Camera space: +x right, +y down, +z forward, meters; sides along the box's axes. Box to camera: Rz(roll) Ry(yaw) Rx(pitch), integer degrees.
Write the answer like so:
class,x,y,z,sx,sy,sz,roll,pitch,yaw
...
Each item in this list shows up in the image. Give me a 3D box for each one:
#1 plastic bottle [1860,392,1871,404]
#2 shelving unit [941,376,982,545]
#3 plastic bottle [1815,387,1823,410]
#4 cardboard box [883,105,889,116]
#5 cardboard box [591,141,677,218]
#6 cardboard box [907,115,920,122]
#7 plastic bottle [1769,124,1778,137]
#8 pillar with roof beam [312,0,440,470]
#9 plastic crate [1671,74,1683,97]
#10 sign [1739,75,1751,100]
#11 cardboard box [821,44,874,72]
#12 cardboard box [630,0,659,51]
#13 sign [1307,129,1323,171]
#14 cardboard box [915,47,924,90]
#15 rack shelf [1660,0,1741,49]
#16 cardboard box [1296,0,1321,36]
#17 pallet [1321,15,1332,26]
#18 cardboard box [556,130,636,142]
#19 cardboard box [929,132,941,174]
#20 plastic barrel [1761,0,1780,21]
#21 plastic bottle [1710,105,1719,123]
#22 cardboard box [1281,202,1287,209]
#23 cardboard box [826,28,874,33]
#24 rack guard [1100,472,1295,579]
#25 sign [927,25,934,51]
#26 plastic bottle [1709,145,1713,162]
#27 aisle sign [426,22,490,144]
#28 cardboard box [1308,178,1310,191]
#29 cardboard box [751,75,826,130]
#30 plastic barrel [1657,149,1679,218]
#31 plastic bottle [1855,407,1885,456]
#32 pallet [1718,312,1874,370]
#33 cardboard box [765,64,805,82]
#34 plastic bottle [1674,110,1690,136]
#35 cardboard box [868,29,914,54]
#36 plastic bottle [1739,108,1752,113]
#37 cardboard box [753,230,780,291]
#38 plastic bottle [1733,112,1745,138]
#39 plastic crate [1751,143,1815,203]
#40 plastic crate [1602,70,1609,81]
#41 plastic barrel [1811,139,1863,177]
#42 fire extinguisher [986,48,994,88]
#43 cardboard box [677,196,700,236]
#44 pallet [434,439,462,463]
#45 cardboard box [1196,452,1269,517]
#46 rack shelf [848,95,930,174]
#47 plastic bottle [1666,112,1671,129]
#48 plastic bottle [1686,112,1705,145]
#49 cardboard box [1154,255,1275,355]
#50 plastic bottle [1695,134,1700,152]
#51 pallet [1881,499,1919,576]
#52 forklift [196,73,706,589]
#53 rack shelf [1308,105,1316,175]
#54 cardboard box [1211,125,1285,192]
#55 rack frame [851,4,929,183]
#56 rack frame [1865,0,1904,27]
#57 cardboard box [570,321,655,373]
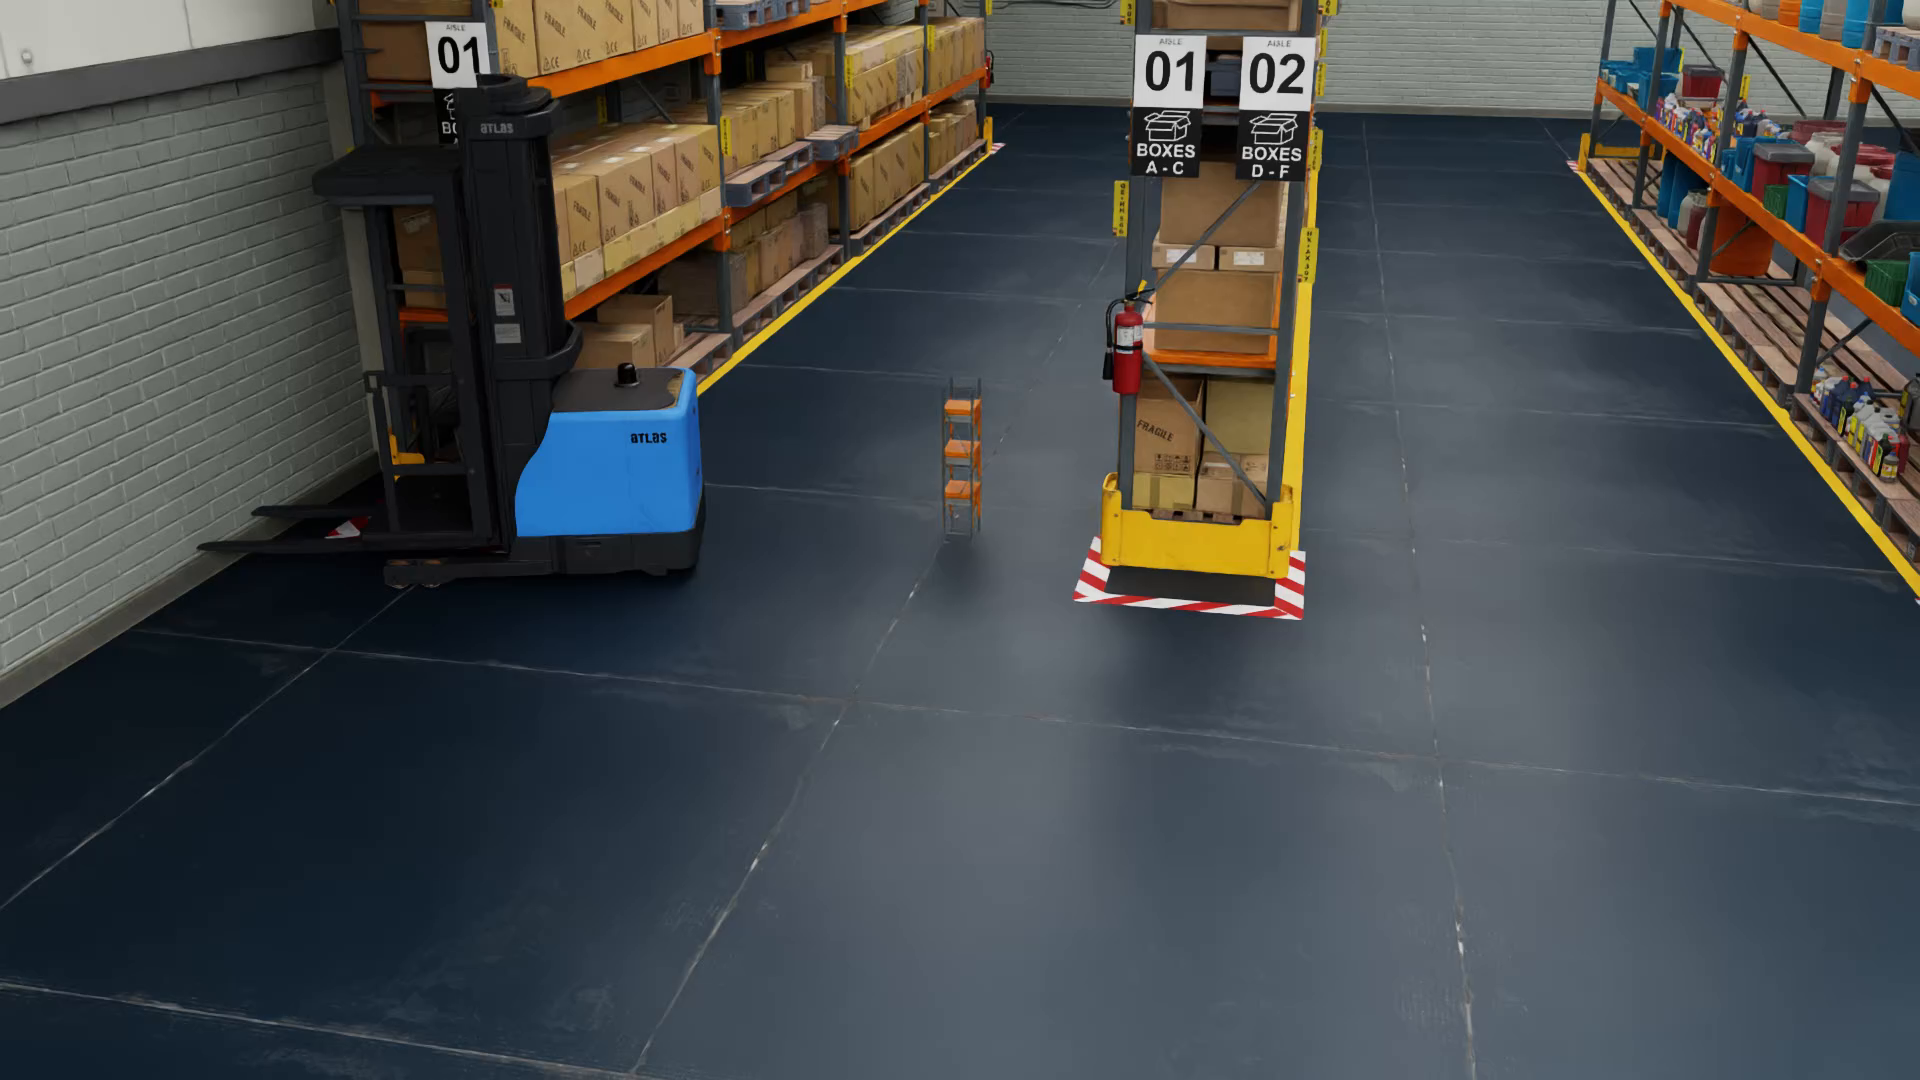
class,x,y,z,sx,sy,sz,roll,pitch,yaw
plastic bottle,6.670,-0.961,12.288,0.097,0.271,0.097,0,22,0
shelving unit,0.011,-0.507,10.706,0.215,1.050,0.252,4,22,11
plastic bottle,6.616,-1.097,12.719,0.097,0.201,0.097,0,22,0
cardboard box,-1.074,-5.220,20.108,0.380,0.149,0.250,5,23,13
cardboard box,-2.550,-2.829,13.032,0.500,0.500,0.500,4,22,9
cardboard box,-0.727,-5.883,23.361,0.380,0.149,0.250,4,22,9
plastic bottle,8.612,-4.264,17.597,0.097,0.271,0.097,0,22,0
pillar with roof beam,0.148,-4.418,9.777,9.100,9.000,0.400,4,22,11
plastic crate,9.276,-5.792,21.297,0.437,0.282,0.530,4,22,11
sign,9.322,-5.360,19.777,0.100,0.325,0.005,4,22,11
cardboard box,-1.277,-5.451,18.811,0.500,0.250,0.500,4,22,10
cardboard box,-2.599,-3.958,12.490,0.500,0.500,0.500,4,22,9
sign,2.847,-3.124,13.331,0.100,0.325,0.005,4,22,11
cardboard box,-0.762,-6.035,21.265,0.500,0.500,0.500,4,22,10
rack shelf,8.376,-5.601,17.692,1.077,0.370,4.000,4,22,11
cardboard box,2.094,-3.549,10.751,0.500,0.500,0.500,4,22,11
pallet,2.843,-4.830,15.069,1.003,0.211,1.213,6,23,13
cardboard box,-2.956,-3.047,13.573,0.500,0.500,0.500,4,22,11
cardboard box,-0.661,-5.331,22.858,0.700,0.500,0.500,5,22,12
plastic barrel,7.588,-5.152,14.944,0.600,0.901,0.600,0,22,0
plastic bottle,8.894,-5.016,19.559,0.097,0.201,0.097,0,22,0
cardboard box,2.039,-2.210,11.324,0.380,0.149,0.250,4,22,10
cardboard box,-1.363,-6.231,20.747,0.500,0.250,0.500,5,22,12
rack guard,1.482,-0.096,10.424,1.175,0.500,0.348,4,22,11
sign,-0.381,-6.492,21.514,0.100,0.325,0.005,4,22,11
plastic bottle,7.674,-3.941,16.889,0.097,0.201,0.097,0,22,0
aisle sign,-3.084,-2.798,10.305,0.394,0.787,0.004,4,22,11
cardboard box,3.802,-3.946,19.393,0.500,0.500,0.500,4,22,9
cardboard box,-1.817,-4.645,17.648,0.700,0.500,0.500,2,22,5
plastic barrel,8.657,-4.298,19.757,0.600,0.901,0.708,4,22,11
plastic bottle,6.418,-0.768,11.702,0.144,0.351,0.185,5,23,13
pallet,7.521,-1.793,15.023,1.003,0.211,1.213,4,22,11
cardboard box,-1.823,-4.871,17.341,0.380,0.149,0.250,1,22,2
plastic bottle,8.081,-4.653,18.558,0.152,0.276,0.135,4,22,11
cardboard box,-0.873,-6.195,20.657,0.500,0.250,0.500,5,22,12
plastic bottle,8.843,-4.730,18.749,0.152,0.276,0.135,4,22,11
cardboard box,-2.213,-2.795,16.536,0.700,0.500,0.500,5,22,12
plastic bottle,8.642,-4.597,18.424,0.097,0.271,0.097,0,22,0
plastic crate,7.339,-3.274,14.881,0.402,0.464,0.583,4,22,11
plastic crate,9.081,-6.467,23.167,0.250,0.136,0.298,4,22,11
plastic barrel,7.881,-3.317,14.924,0.421,0.512,0.421,0,22,0
fire extinguisher,0.384,-7.304,25.576,0.296,0.674,0.183,4,22,11
cardboard box,-2.456,-2.666,13.631,0.500,0.250,0.500,5,22,11
pallet,-3.147,-0.670,12.234,1.003,0.211,1.213,4,22,11
cardboard box,1.814,-0.363,10.859,0.500,0.250,0.500,4,22,11
rack shelf,-1.322,-4.964,20.128,1.077,0.370,4.000,4,22,11
plastic bottle,8.172,-4.832,19.103,0.097,0.201,0.097,0,22,0
plastic bottle,7.939,-4.442,17.934,0.144,0.351,0.185,4,22,11
cardboard box,1.595,-1.481,10.381,0.700,0.500,0.500,4,22,11
plastic bottle,7.821,-4.203,17.540,0.097,0.201,0.097,0,22,0
pallet,6.476,0.080,10.373,1.003,0.211,1.213,4,22,11
forklift,-3.171,-1.269,10.082,3.031,2.935,1.130,-2,22,-4
rack shelf,3.528,-4.588,19.194,1.077,0.370,4.000,4,22,11
cardboard box,1.912,-2.662,11.578,0.700,0.500,0.500,4,22,11
rack frame,-0.914,-6.030,21.810,1.000,3.000,0.127,4,22,11
rack frame,7.152,-5.131,11.549,1.000,3.000,0.127,4,22,11
cardboard box,-2.819,-1.405,13.083,0.700,0.500,0.500,3,22,8
